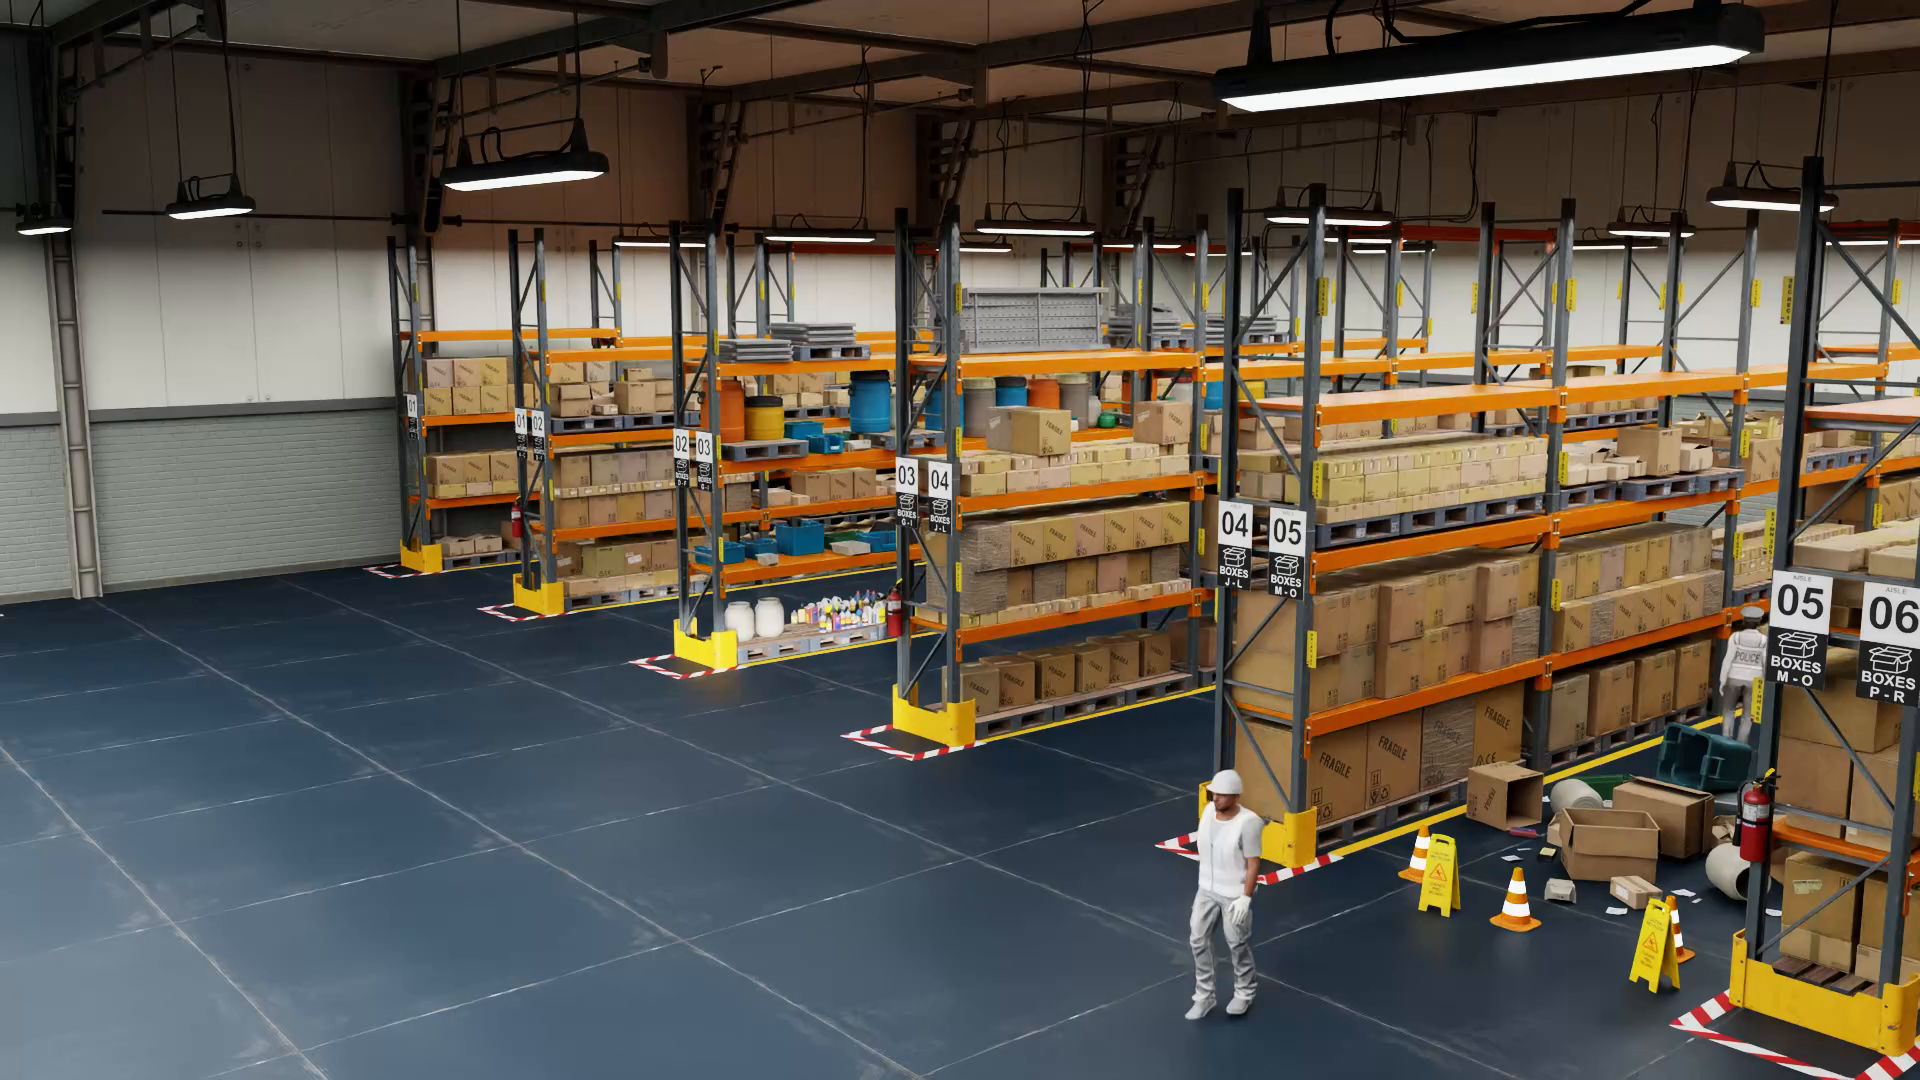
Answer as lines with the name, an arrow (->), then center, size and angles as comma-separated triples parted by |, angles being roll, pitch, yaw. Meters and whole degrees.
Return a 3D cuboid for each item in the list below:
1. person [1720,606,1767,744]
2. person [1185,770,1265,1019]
person -> 8.562, 1.569, 18.125 | 0.492, 1.687, 0.407 | 5, 10, 30
person -> 1.874, 2.522, 11.744 | 0.526, 1.847, 0.603 | -7, 11, -39
